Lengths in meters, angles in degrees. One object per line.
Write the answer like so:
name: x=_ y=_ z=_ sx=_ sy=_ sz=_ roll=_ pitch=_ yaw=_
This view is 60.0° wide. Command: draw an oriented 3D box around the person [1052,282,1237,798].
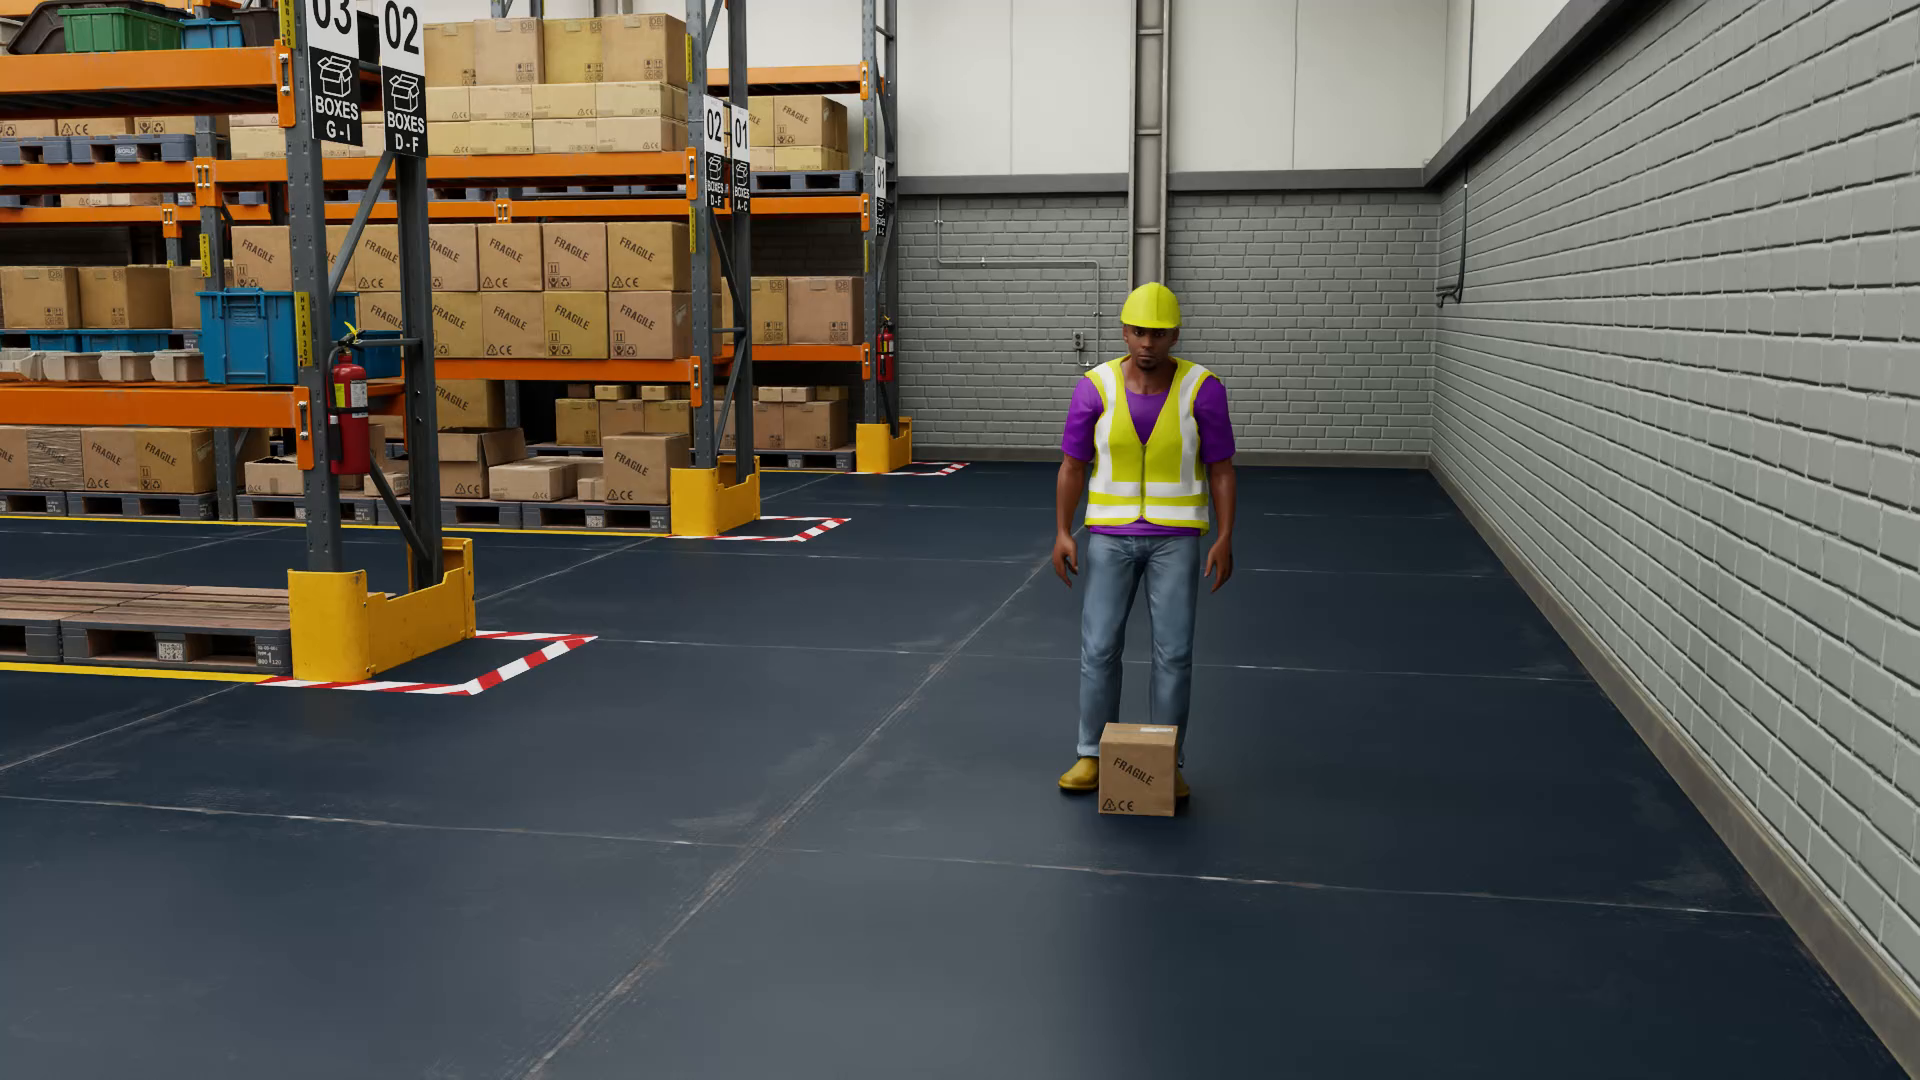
person: x=0.636 y=-0.002 z=5.757 sx=0.627 sy=1.761 sz=0.456 roll=2 pitch=8 yaw=12
